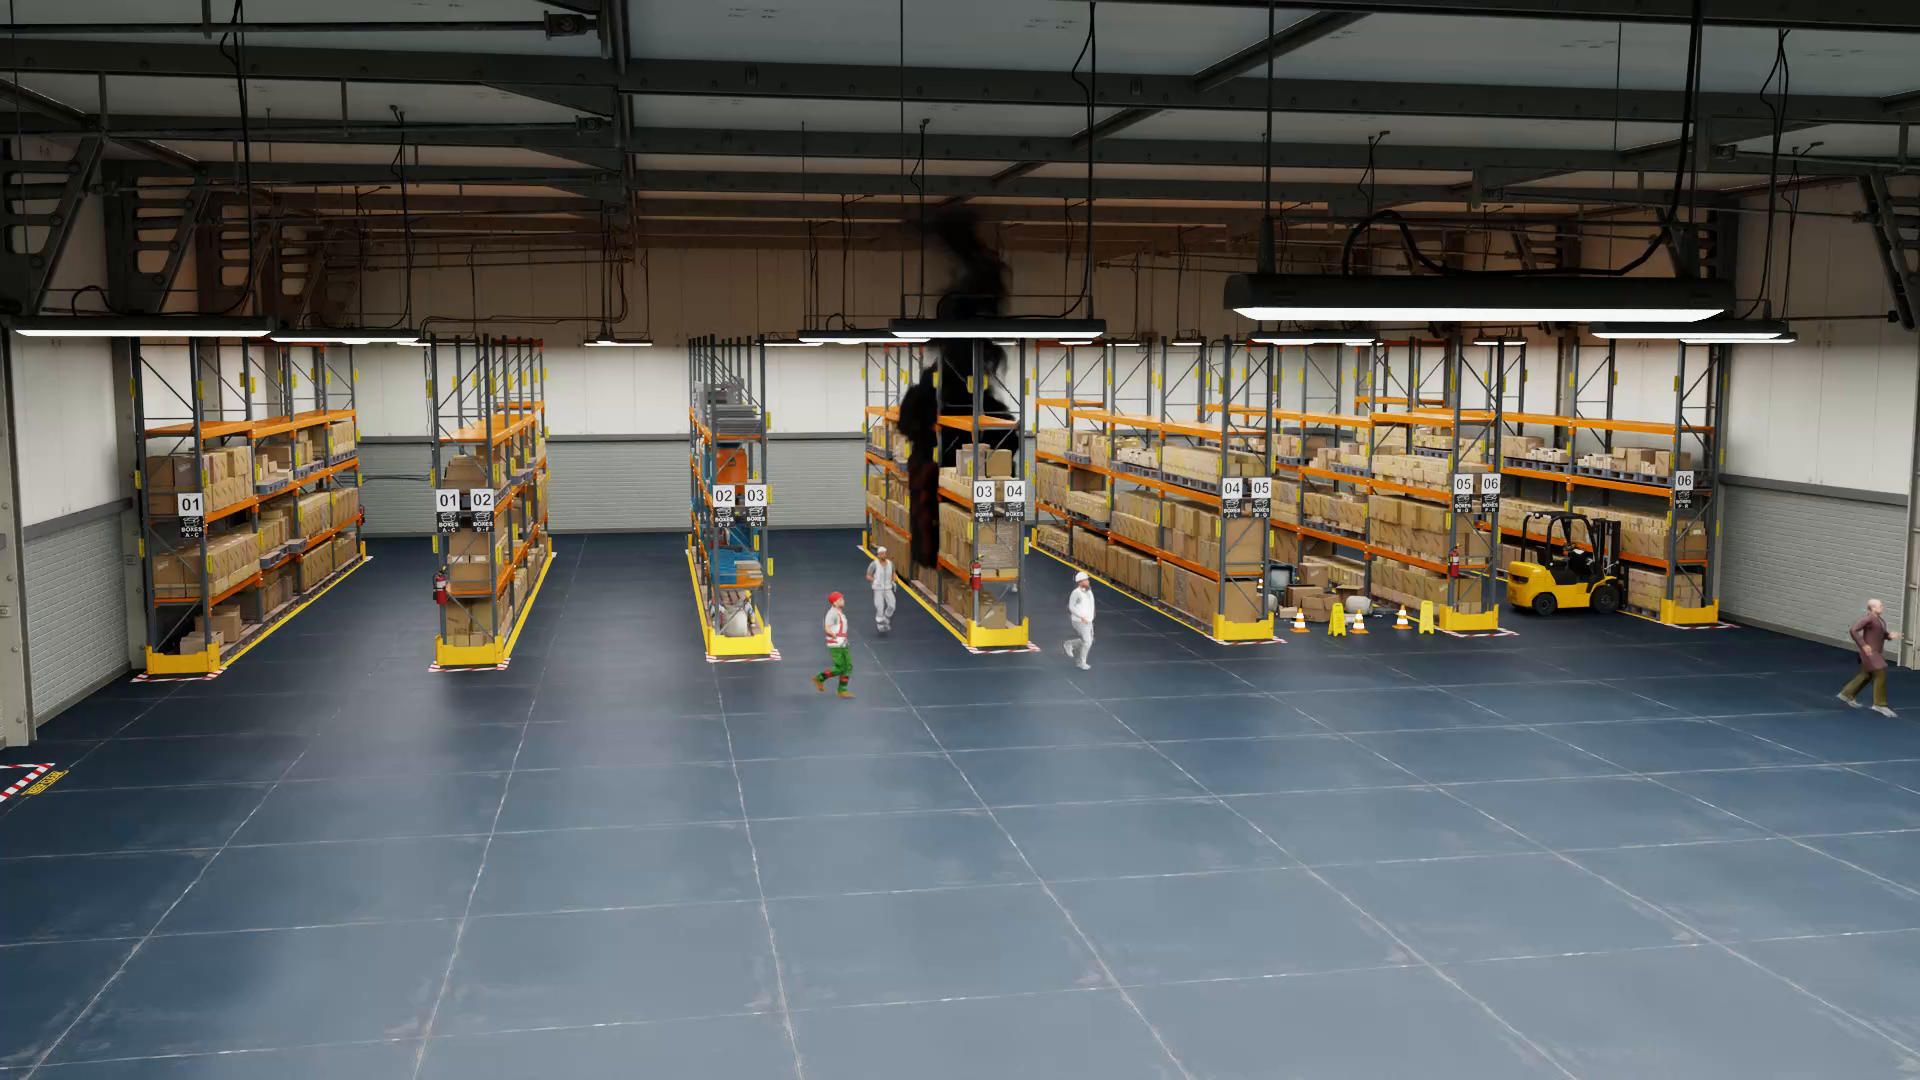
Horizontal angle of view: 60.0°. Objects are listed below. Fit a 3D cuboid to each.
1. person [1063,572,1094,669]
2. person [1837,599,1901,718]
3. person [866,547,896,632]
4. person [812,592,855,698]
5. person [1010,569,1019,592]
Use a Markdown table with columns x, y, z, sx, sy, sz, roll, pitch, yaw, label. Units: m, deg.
| x | y | z | sx | sy | sz | roll | pitch | yaw | label |
| --- | --- | --- | --- | --- | --- | --- | --- | --- | --- |
| 2.133 | 1.434 | 30.016 | 0.651 | 1.756 | 0.668 | 5 | 8 | 35 | person |
| 14.343 | 1.830 | 26.199 | 0.894 | 1.822 | 0.699 | 5 | 8 | 39 | person |
| -1.546 | 1.007 | 33.490 | 0.665 | 1.744 | 0.593 | -2 | 7 | -20 | person |
| -2.078 | 1.726 | 27.399 | 0.707 | 1.757 | 0.664 | 1 | 7 | 12 | person |
| 1.252 | 0.365 | 39.511 | 0.580 | 1.657 | 0.805 | -2 | 7 | -15 | person |
